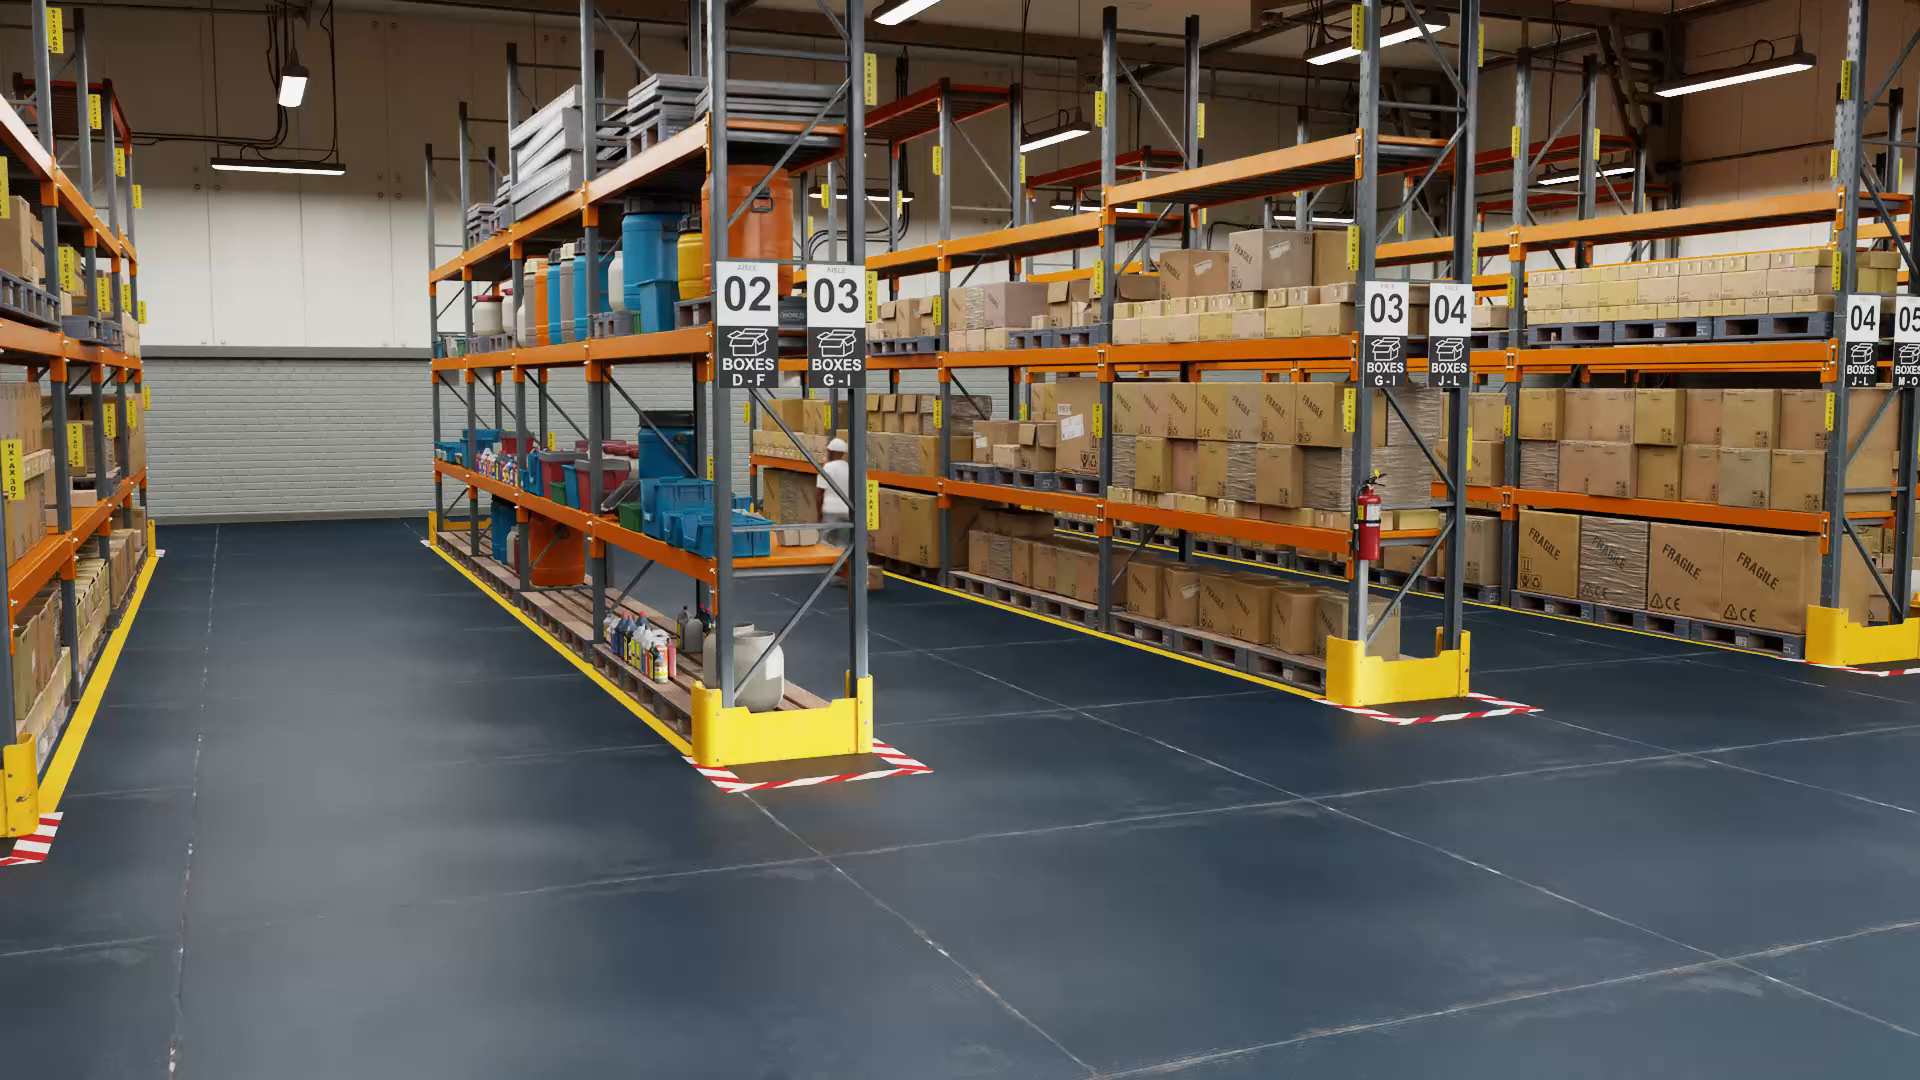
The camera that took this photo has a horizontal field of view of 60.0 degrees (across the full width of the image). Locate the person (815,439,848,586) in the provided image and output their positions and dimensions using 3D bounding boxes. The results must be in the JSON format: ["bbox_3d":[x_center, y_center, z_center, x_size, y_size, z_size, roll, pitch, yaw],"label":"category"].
[{"bbox_3d":[-1.476,-0.338,19.951,0.576,1.753,0.497,-3,6,-31],"label":"person"}]
